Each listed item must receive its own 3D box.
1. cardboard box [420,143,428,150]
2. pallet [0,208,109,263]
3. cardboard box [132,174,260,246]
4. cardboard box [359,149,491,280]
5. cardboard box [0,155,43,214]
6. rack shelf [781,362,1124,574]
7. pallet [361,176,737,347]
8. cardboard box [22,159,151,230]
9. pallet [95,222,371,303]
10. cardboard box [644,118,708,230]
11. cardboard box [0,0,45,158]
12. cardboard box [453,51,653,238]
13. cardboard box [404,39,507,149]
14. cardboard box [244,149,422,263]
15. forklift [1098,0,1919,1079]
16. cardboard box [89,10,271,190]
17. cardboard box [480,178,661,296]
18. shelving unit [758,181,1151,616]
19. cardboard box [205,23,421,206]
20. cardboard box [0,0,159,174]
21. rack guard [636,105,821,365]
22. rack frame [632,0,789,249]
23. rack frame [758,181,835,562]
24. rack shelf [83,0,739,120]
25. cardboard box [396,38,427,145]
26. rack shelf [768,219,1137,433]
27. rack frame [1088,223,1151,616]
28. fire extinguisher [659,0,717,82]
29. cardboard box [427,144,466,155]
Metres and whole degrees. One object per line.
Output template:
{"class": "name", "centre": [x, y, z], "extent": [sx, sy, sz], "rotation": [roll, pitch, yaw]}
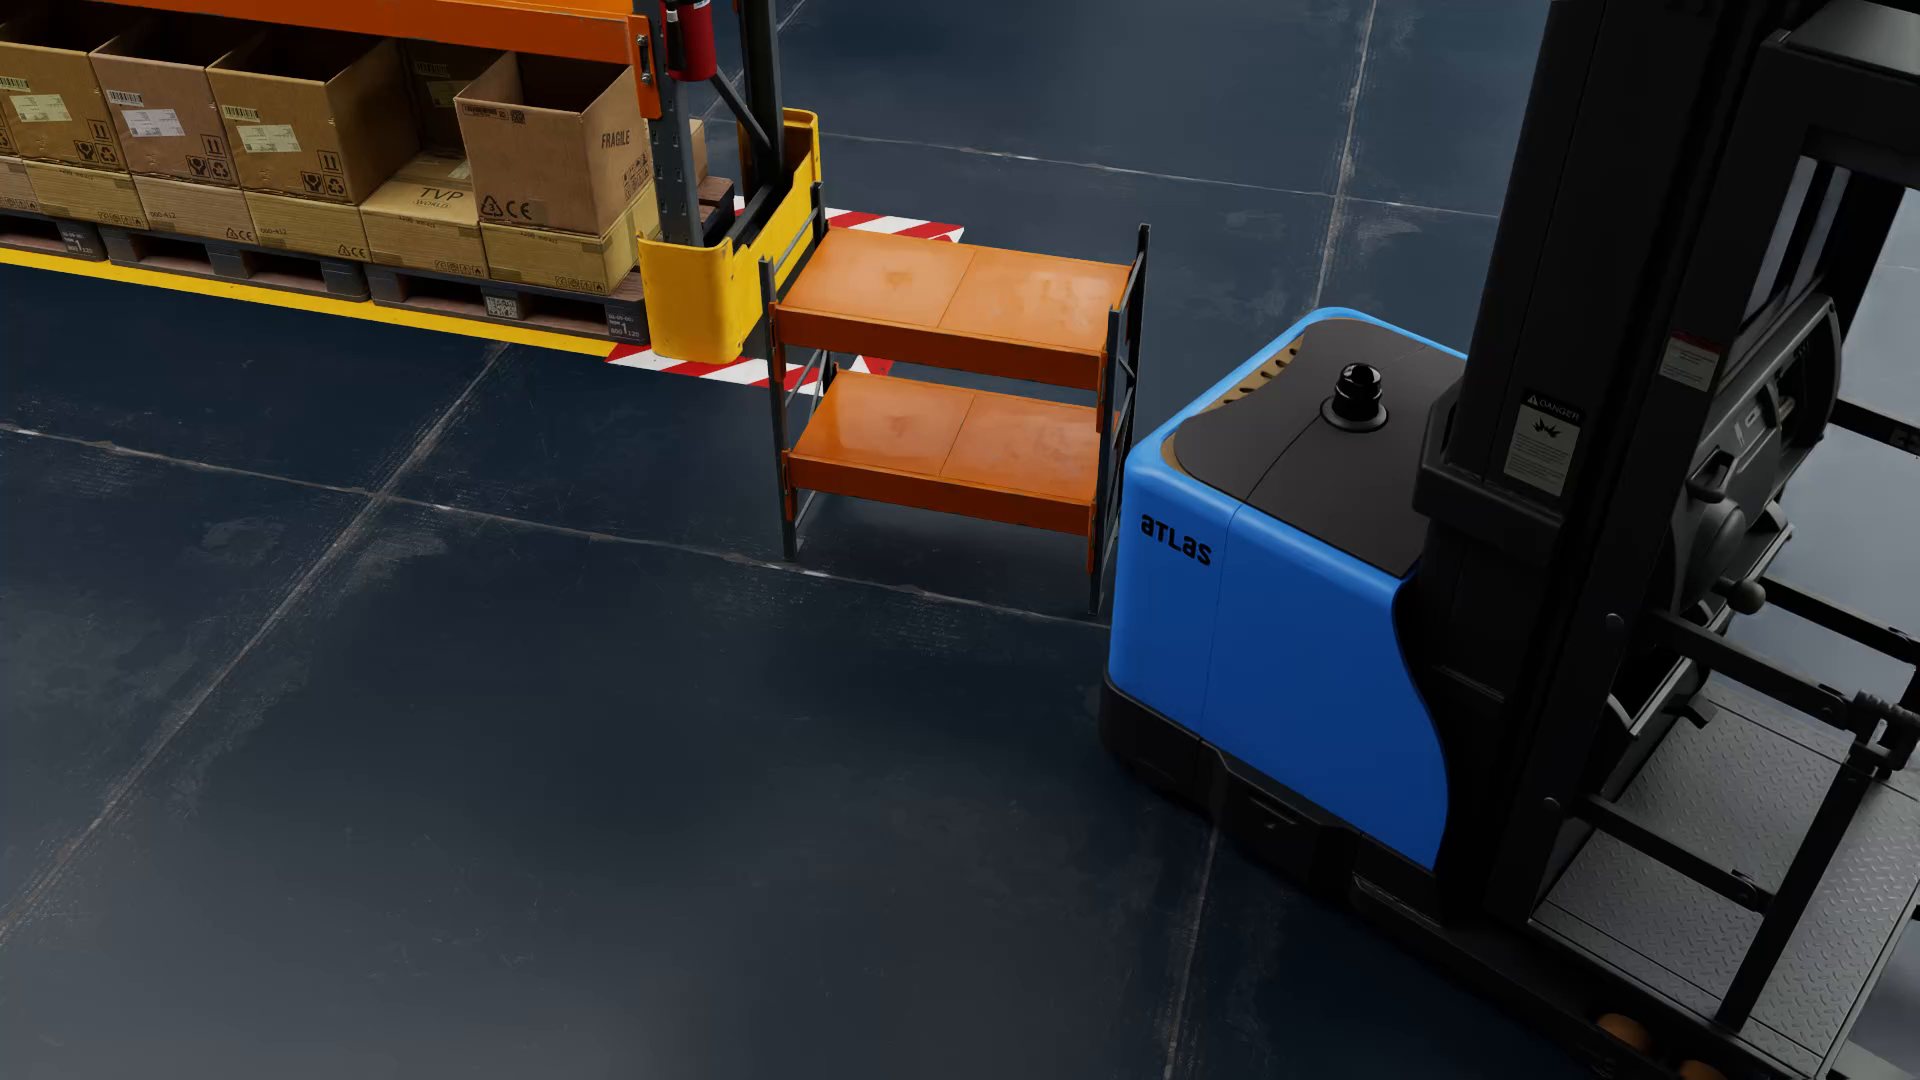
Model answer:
{"class": "cardboard box", "centre": [-2.339, -1.700, 7.048], "extent": [0.500, 0.250, 0.500], "rotation": [10, 41, 11]}
{"class": "pallet", "centre": [-4.018, -1.640, 7.332], "extent": [1.213, 0.211, 1.003], "rotation": [10, 41, 11]}
{"class": "cardboard box", "centre": [-2.958, -1.456, 6.757], "extent": [0.500, 0.250, 0.500], "rotation": [10, 41, 11]}
{"class": "cardboard box", "centre": [-1.992, -1.290, 6.559], "extent": [0.500, 0.250, 0.500], "rotation": [10, 41, 11]}
{"class": "cardboard box", "centre": [-3.924, -1.622, 6.954], "extent": [0.500, 0.250, 0.500], "rotation": [10, 41, 11]}
{"class": "rack shelf", "centre": [-0.007, -0.245, 5.341], "extent": [1.000, 0.278, 0.538], "rotation": [10, 41, 11]}
{"class": "pallet", "centre": [-1.661, -1.234, 6.849], "extent": [1.213, 0.211, 1.003], "rotation": [10, 41, 11]}
{"class": "cardboard box", "centre": [-3.443, -1.536, 6.851], "extent": [0.500, 0.250, 0.500], "rotation": [10, 41, 11]}
{"class": "pallet", "centre": [-2.836, -1.438, 7.092], "extent": [1.213, 0.211, 1.003], "rotation": [10, 41, 11]}
{"class": "cardboard box", "centre": [-1.372, -1.536, 6.852], "extent": [0.500, 0.250, 0.500], "rotation": [10, 41, 11]}
{"class": "cardboard box", "centre": [-3.923, -1.911, 6.715], "extent": [0.500, 0.500, 0.500], "rotation": [10, 41, 11]}
{"class": "cardboard box", "centre": [-1.506, -1.500, 6.226], "extent": [0.500, 0.500, 0.500], "rotation": [10, 41, 11]}
{"class": "cardboard box", "centre": [-1.856, -1.905, 6.708], "extent": [0.500, 0.500, 0.500], "rotation": [10, 41, 11]}
{"class": "cardboard box", "centre": [-2.475, -1.372, 6.657], "extent": [0.500, 0.250, 0.500], "rotation": [10, 41, 11]}
{"class": "forklift", "centre": [1.839, -0.125, 3.414], "extent": [3.031, 2.935, 1.130], "rotation": [29, 48, 30]}
{"class": "cardboard box", "centre": [-2.959, -1.741, 6.513], "extent": [0.500, 0.500, 0.500], "rotation": [10, 41, 11]}
{"class": "cardboard box", "centre": [-1.506, -1.214, 6.469], "extent": [0.500, 0.250, 0.500], "rotation": [10, 41, 11]}
{"class": "shelving unit", "centre": [-0.007, -0.432, 5.183], "extent": [1.048, 1.125, 0.538], "rotation": [10, 41, 11]}
{"class": "cardboard box", "centre": [-2.476, -1.657, 6.413], "extent": [0.500, 0.500, 0.500], "rotation": [10, 41, 11]}
{"class": "cardboard box", "centre": [-3.442, -1.823, 6.611], "extent": [0.500, 0.500, 0.500], "rotation": [10, 41, 11]}
{"class": "rack guard", "centre": [-0.888, -1.240, 6.631], "extent": [0.348, 0.500, 1.175], "rotation": [10, 41, 11]}
{"class": "rack frame", "centre": [-0.911, -2.201, 5.832], "extent": [0.127, 3.000, 1.000], "rotation": [10, 41, 11]}
{"class": "rack frame", "centre": [-0.498, -0.516, 5.284], "extent": [0.032, 1.125, 0.500], "rotation": [10, 41, 11]}
{"class": "rack shelf", "centre": [-2.844, -2.258, 6.459], "extent": [4.000, 0.370, 1.077], "rotation": [10, 41, 11]}
{"class": "cardboard box", "centre": [-2.342, -1.980, 6.798], "extent": [0.500, 0.500, 0.500], "rotation": [10, 41, 11]}
{"class": "rack shelf", "centre": [-0.007, -0.656, 4.995], "extent": [1.000, 0.278, 0.538], "rotation": [10, 41, 11]}
{"class": "rack frame", "centre": [0.485, -0.347, 5.083], "extent": [0.032, 1.125, 0.500], "rotation": [10, 41, 11]}
{"class": "fire extinguisher", "centre": [-0.917, -1.863, 5.490], "extent": [0.183, 0.674, 0.296], "rotation": [10, 41, 11]}
{"class": "cardboard box", "centre": [-1.856, -1.617, 6.948], "extent": [0.500, 0.250, 0.500], "rotation": [10, 41, 11]}
